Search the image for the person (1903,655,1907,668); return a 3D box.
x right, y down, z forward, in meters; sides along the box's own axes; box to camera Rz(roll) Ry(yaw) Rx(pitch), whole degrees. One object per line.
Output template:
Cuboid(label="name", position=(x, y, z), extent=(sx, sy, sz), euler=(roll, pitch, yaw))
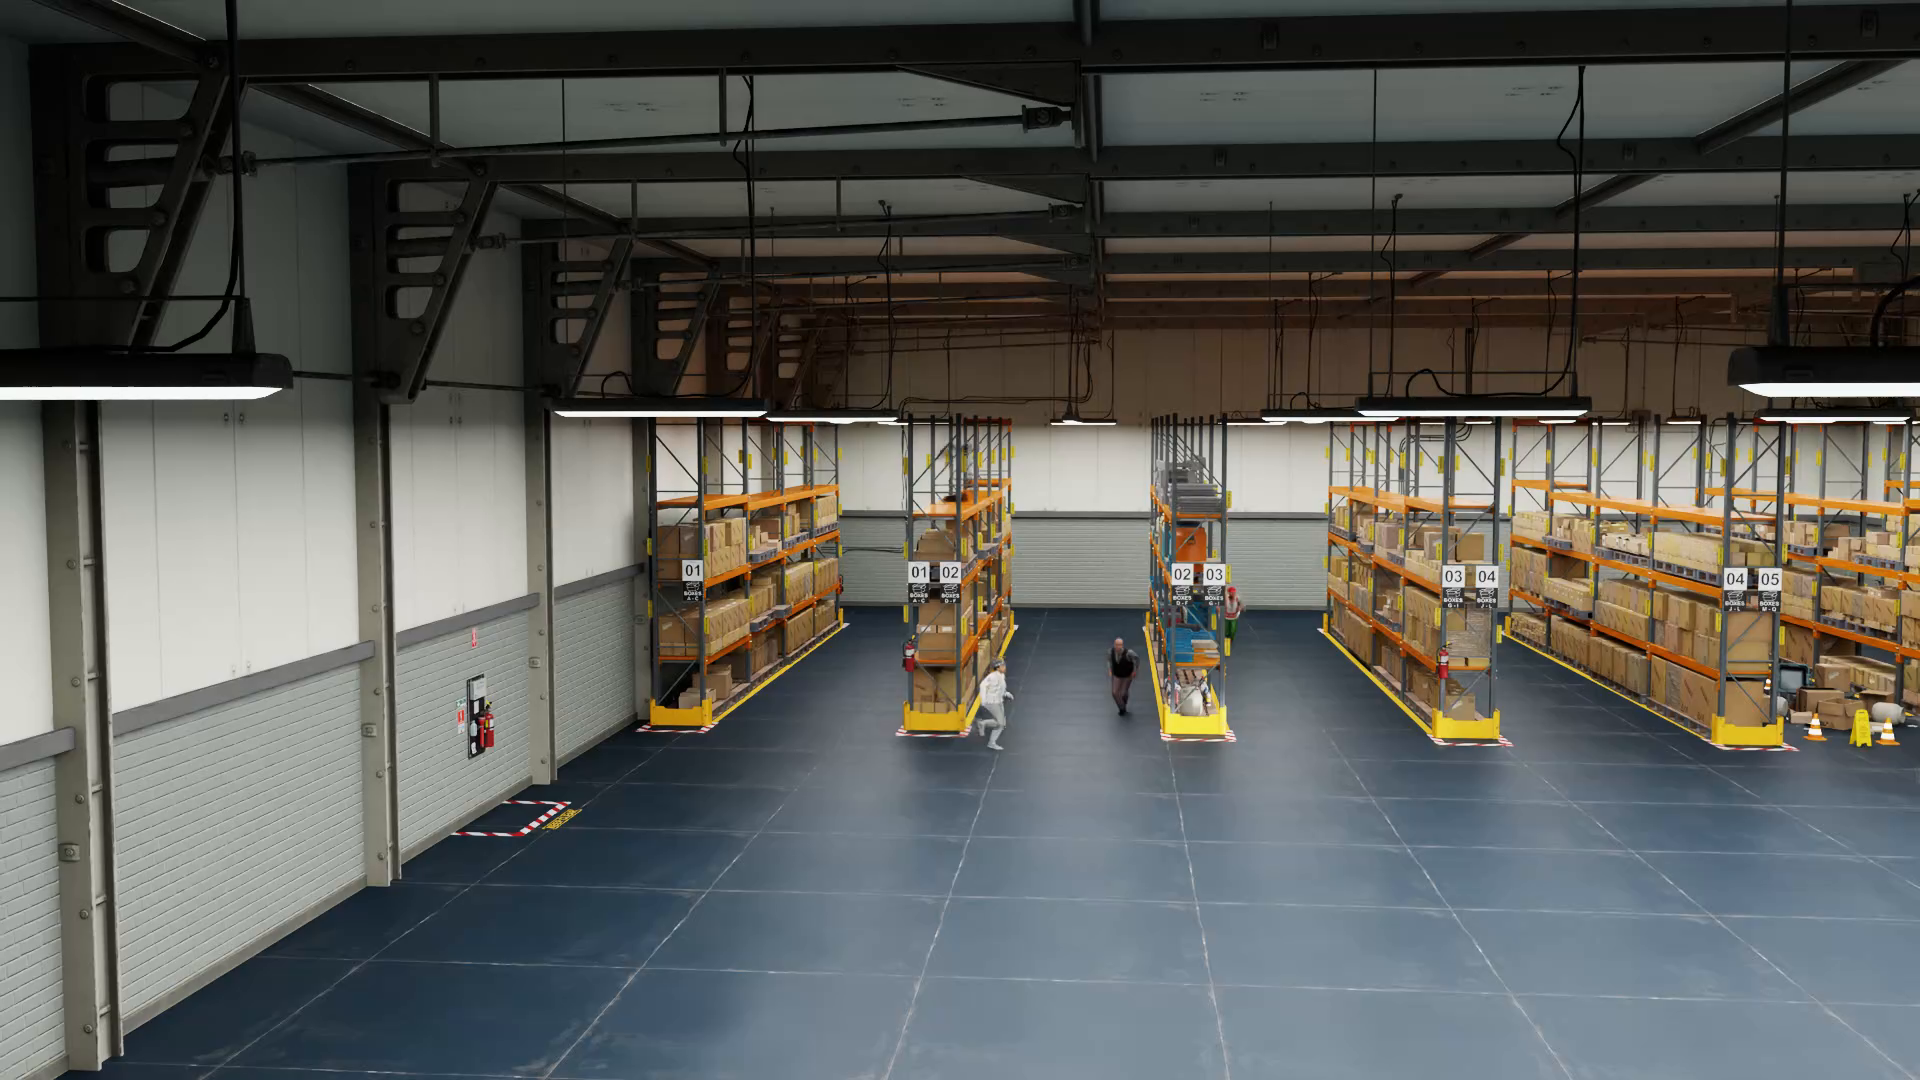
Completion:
Cuboid(label="person", position=(22.315, 2.238, 38.923), extent=(0.710, 1.760, 0.962), euler=(0, 4, -6))

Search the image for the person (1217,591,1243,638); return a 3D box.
Cuboid(label="person", position=(6.885, 2.053, 42.524), extent=(0.656, 1.668, 0.815), euler=(-1, 4, -8))

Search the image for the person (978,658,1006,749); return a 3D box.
Cuboid(label="person", position=(0.594, 2.917, 29.767), extent=(0.515, 1.650, 0.403), euler=(2, 4, 30))

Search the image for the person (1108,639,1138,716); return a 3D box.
Cuboid(label="person", position=(3.272, 2.718, 33.169), extent=(0.597, 1.576, 0.810), euler=(1, 4, 20))
